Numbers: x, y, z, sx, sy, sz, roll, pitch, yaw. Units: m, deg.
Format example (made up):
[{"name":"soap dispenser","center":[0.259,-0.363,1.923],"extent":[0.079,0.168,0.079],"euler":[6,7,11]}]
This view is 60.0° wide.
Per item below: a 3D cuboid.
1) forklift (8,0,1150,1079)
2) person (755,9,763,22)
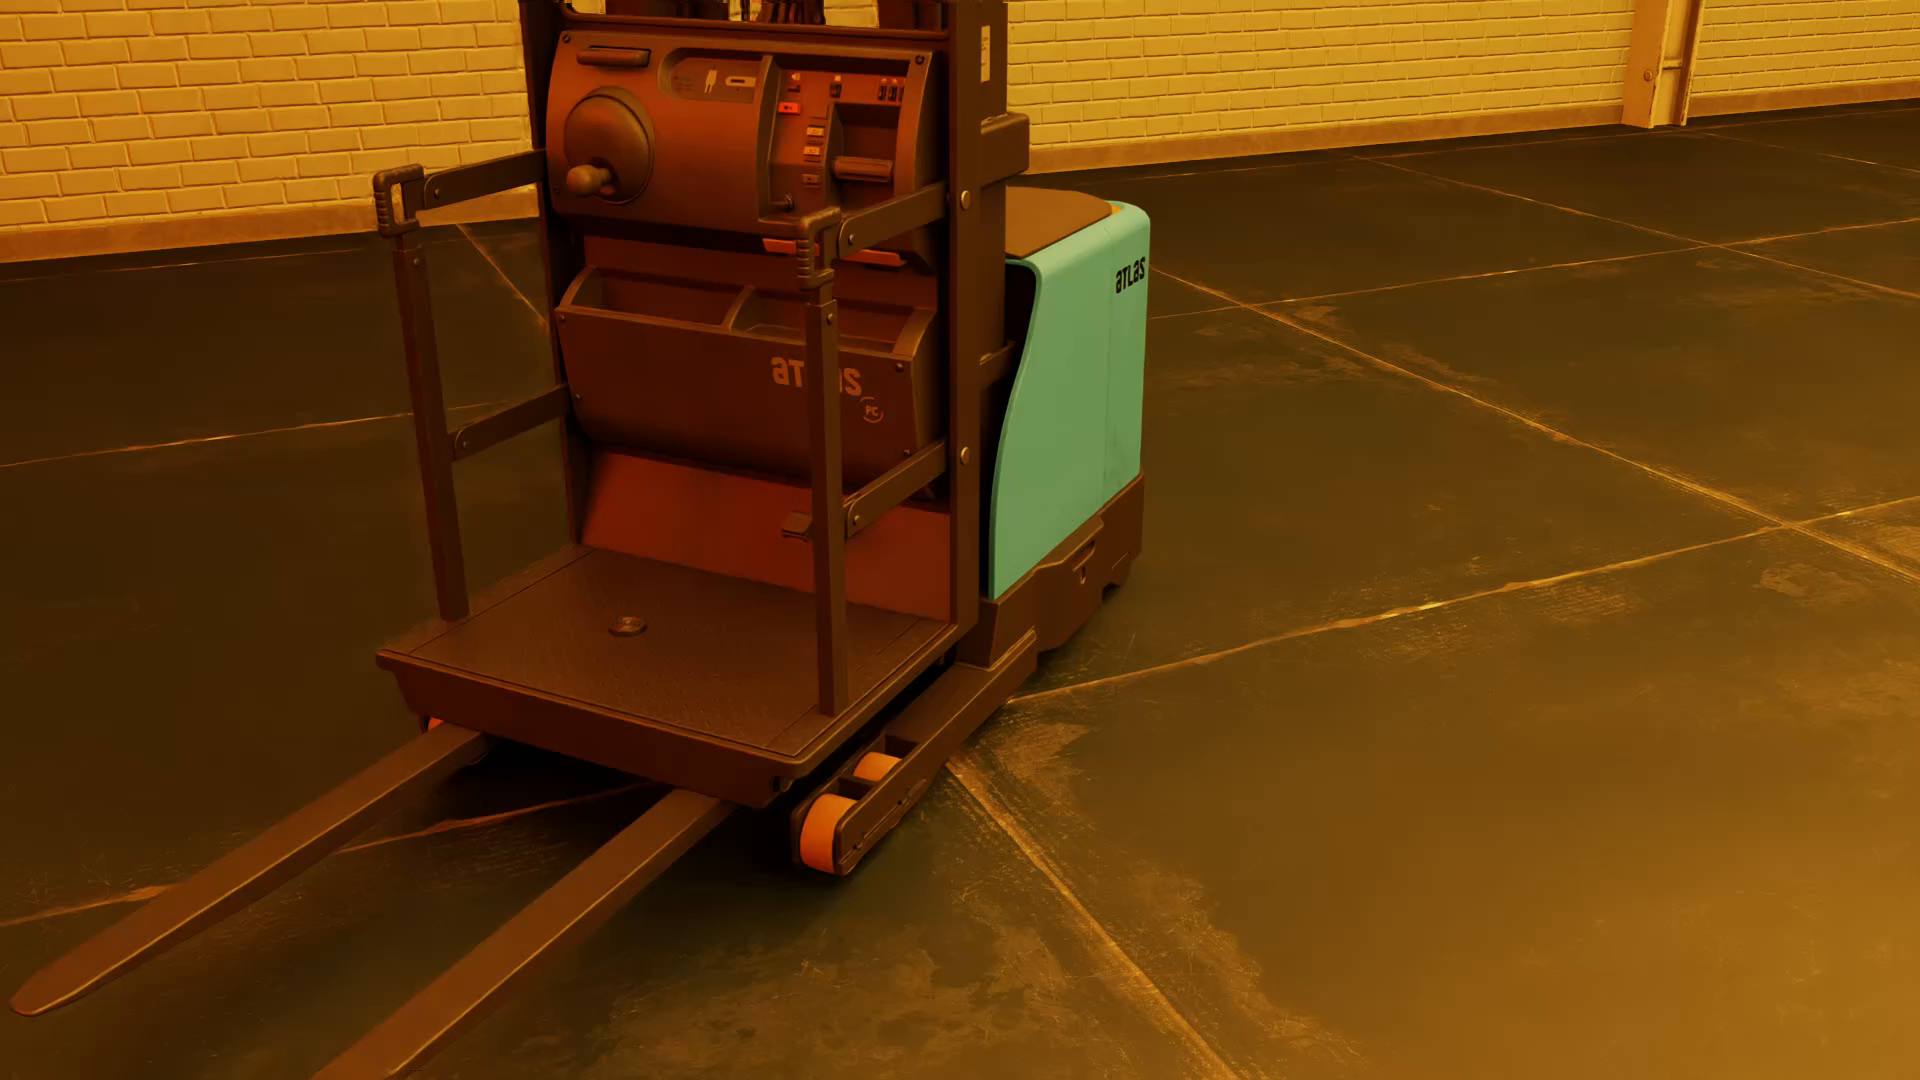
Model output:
[{"name":"forklift","center":[-0.578,-0.853,3.340],"extent":[1.130,2.935,3.031],"euler":[11,25,24]},{"name":"person","center":[-0.394,-0.918,5.311],"extent":[0.725,1.532,0.957],"euler":[8,24,19]}]
